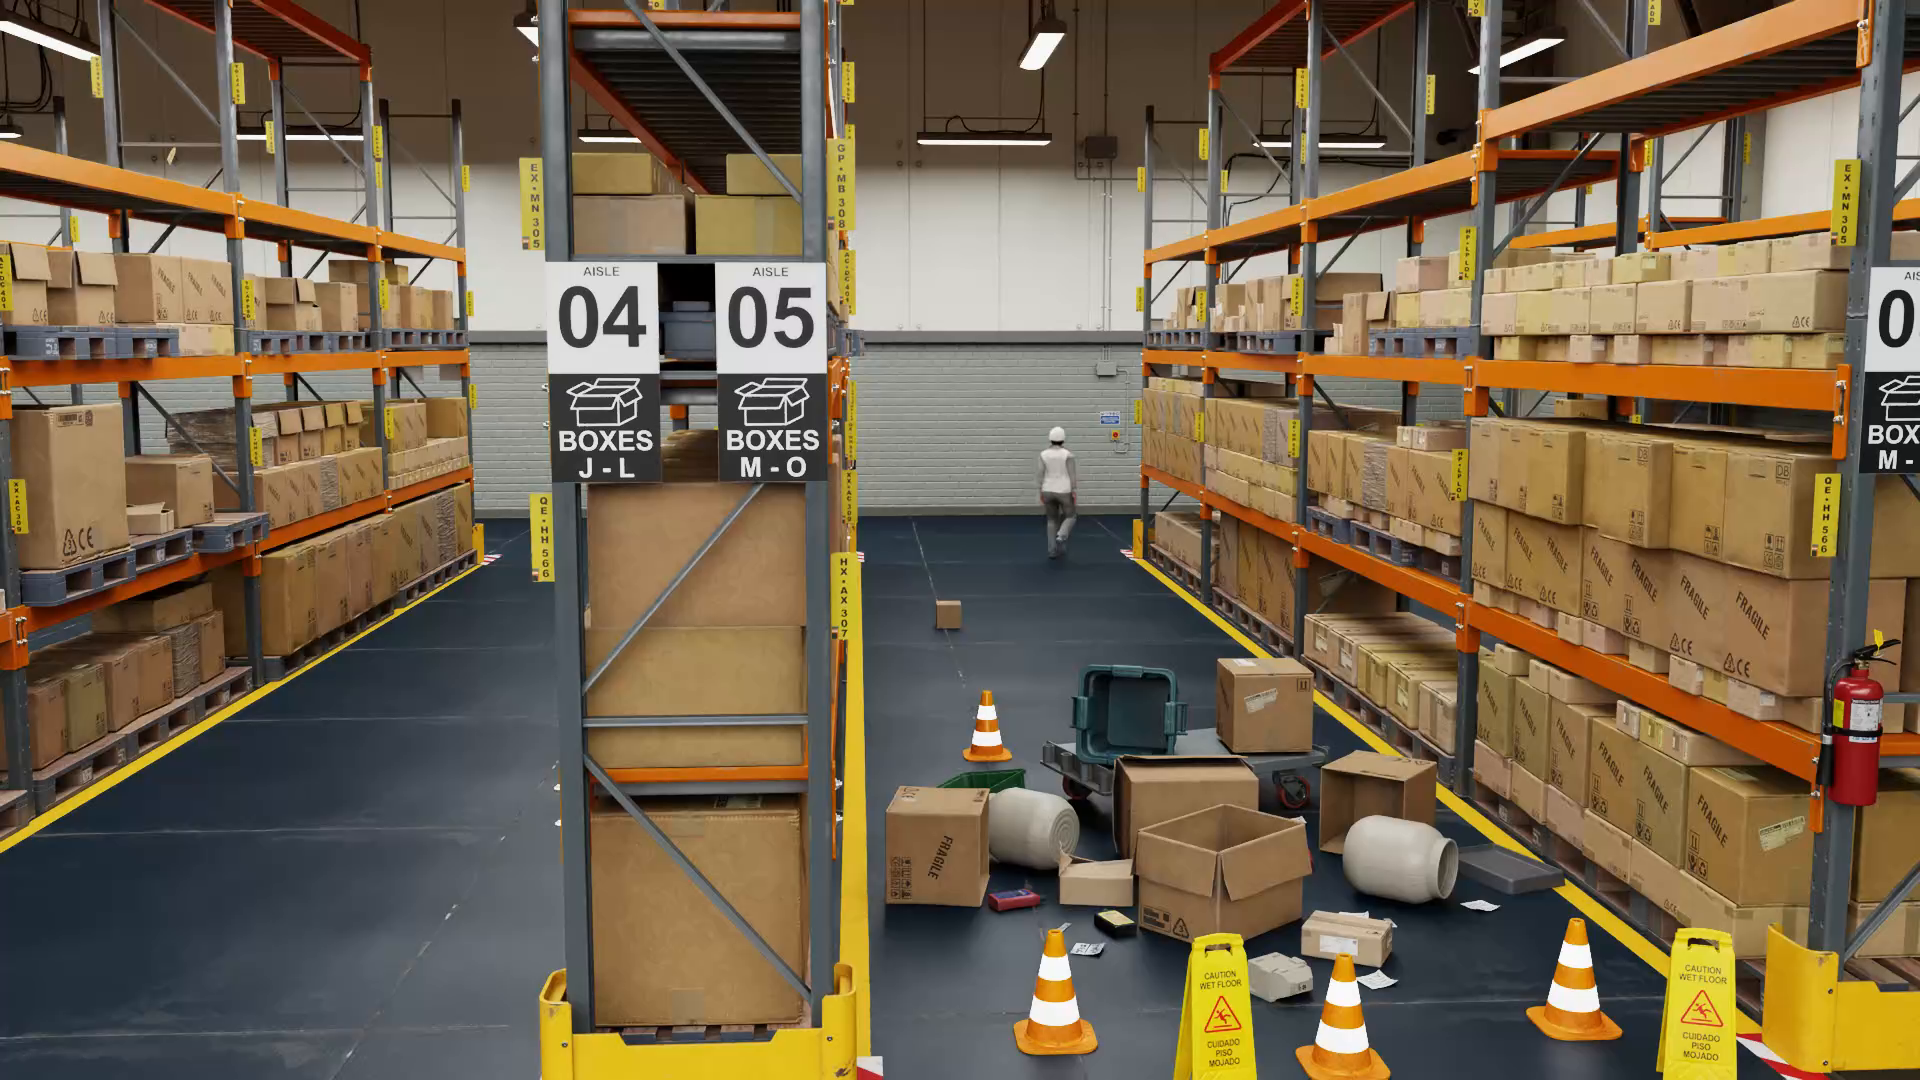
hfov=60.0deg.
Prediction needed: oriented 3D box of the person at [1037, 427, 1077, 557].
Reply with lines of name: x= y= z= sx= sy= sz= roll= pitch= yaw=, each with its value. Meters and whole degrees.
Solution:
person: x=1.311 y=-0.643 z=22.349 sx=0.546 sy=1.759 sz=0.514 roll=3 pitch=7 yaw=20
